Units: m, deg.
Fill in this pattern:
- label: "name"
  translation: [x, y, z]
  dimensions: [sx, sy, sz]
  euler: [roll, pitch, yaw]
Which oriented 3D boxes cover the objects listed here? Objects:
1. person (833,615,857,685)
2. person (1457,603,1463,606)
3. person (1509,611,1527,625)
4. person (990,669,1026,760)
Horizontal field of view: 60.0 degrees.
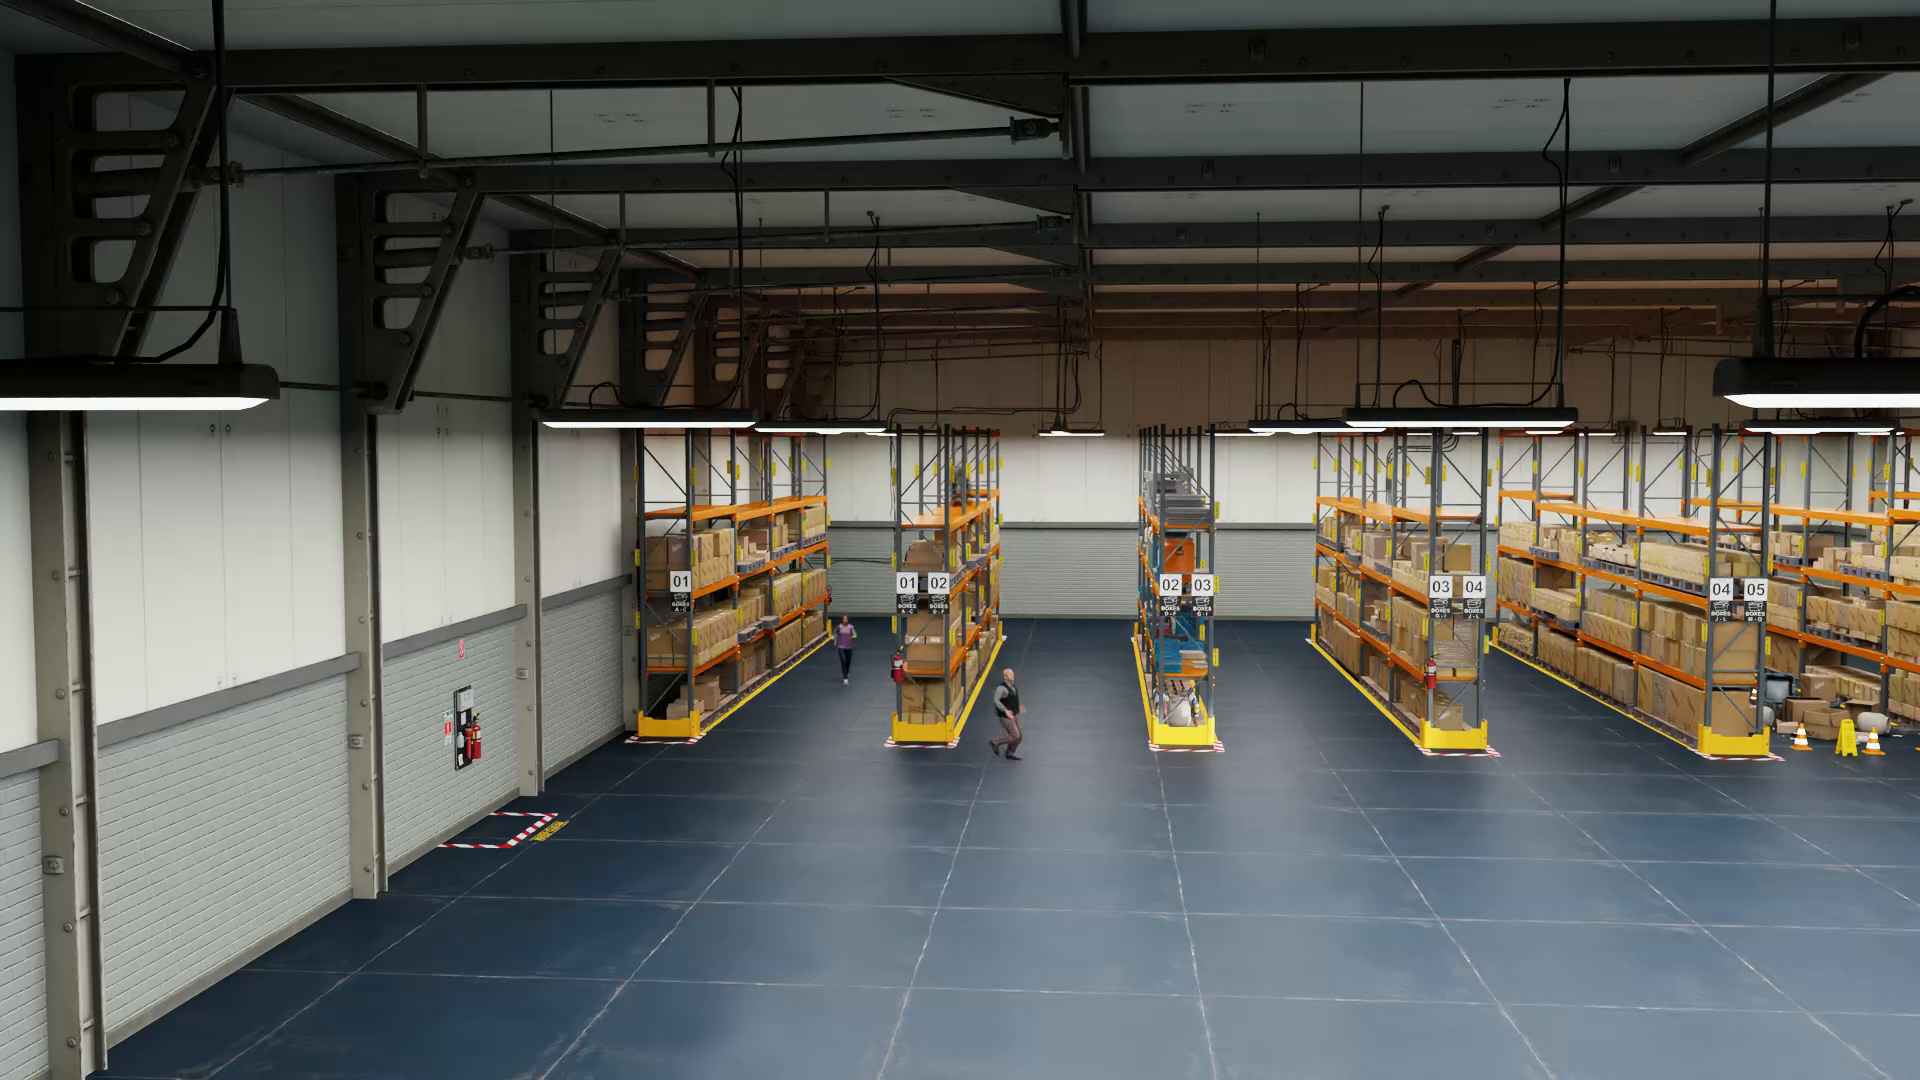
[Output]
- label: "person"
  translation: [-2.679, 2.532, 38.872]
  dimensions: [0.529, 1.597, 0.883]
  euler: [-1, 4, -10]
- label: "person"
  translation: [13.706, 2.054, 45.929]
  dimensions: [0.699, 1.744, 0.558]
  euler: [2, 4, 31]
- label: "person"
  translation: [16.037, 1.952, 47.712]
  dimensions: [0.692, 1.798, 0.633]
  euler: [-1, 4, -12]
- label: "person"
  translation: [0.843, 3.116, 29.528]
  dimensions: [0.570, 1.672, 0.704]
  euler: [2, 4, 28]
